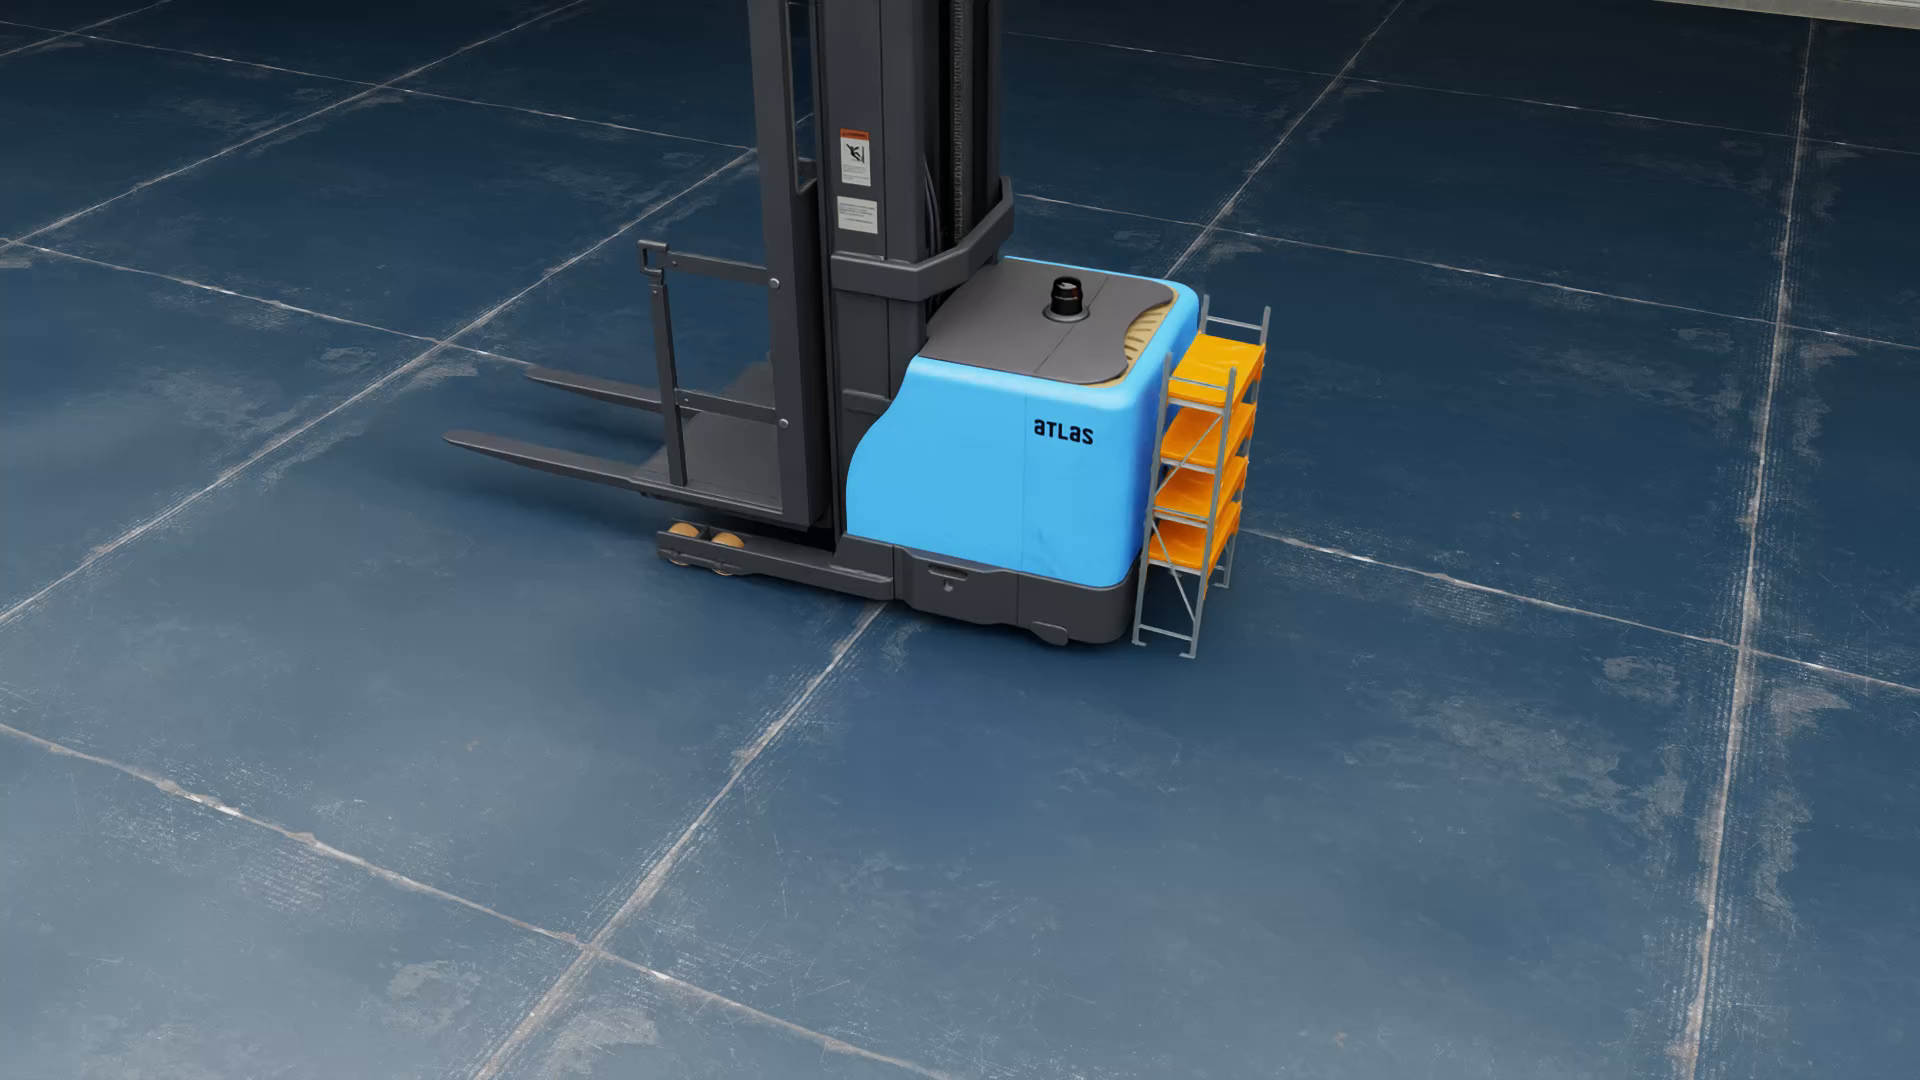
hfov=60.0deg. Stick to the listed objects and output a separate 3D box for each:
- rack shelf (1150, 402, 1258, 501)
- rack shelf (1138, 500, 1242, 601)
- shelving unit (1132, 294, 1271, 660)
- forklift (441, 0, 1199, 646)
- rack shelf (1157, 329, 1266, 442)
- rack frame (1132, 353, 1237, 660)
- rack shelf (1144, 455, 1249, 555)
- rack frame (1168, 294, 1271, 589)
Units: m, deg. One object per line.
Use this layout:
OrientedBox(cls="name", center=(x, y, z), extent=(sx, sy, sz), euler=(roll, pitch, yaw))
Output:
OrientedBox(cls="rack shelf", center=(0.865, -0.344, 5.886), extent=(0.258, 0.148, 0.480), euler=(14, 36, 17))
OrientedBox(cls="rack shelf", center=(0.851, 0.005, 6.123), extent=(0.258, 0.148, 0.480), euler=(14, 36, 17))
OrientedBox(cls="shelving unit", center=(0.860, -0.215, 5.974), extent=(0.258, 1.200, 0.503), euler=(14, 36, 17))
OrientedBox(cls="forklift", center=(-0.658, -1.341, 6.122), extent=(3.031, 2.935, 1.130), euler=(12, 35, 18))
OrientedBox(cls="rack shelf", center=(0.874, -0.540, 5.754), extent=(0.258, 0.148, 0.480), euler=(14, 36, 17))
OrientedBox(cls="rack frame", center=(0.769, -0.090, 5.785), extent=(0.240, 1.200, 0.015), euler=(14, 36, 17))
OrientedBox(cls="rack shelf", center=(0.858, -0.159, 6.012), extent=(0.258, 0.148, 0.480), euler=(14, 36, 17))
OrientedBox(cls="rack frame", center=(0.951, -0.339, 6.163), extent=(0.240, 1.200, 0.015), euler=(14, 36, 17))
